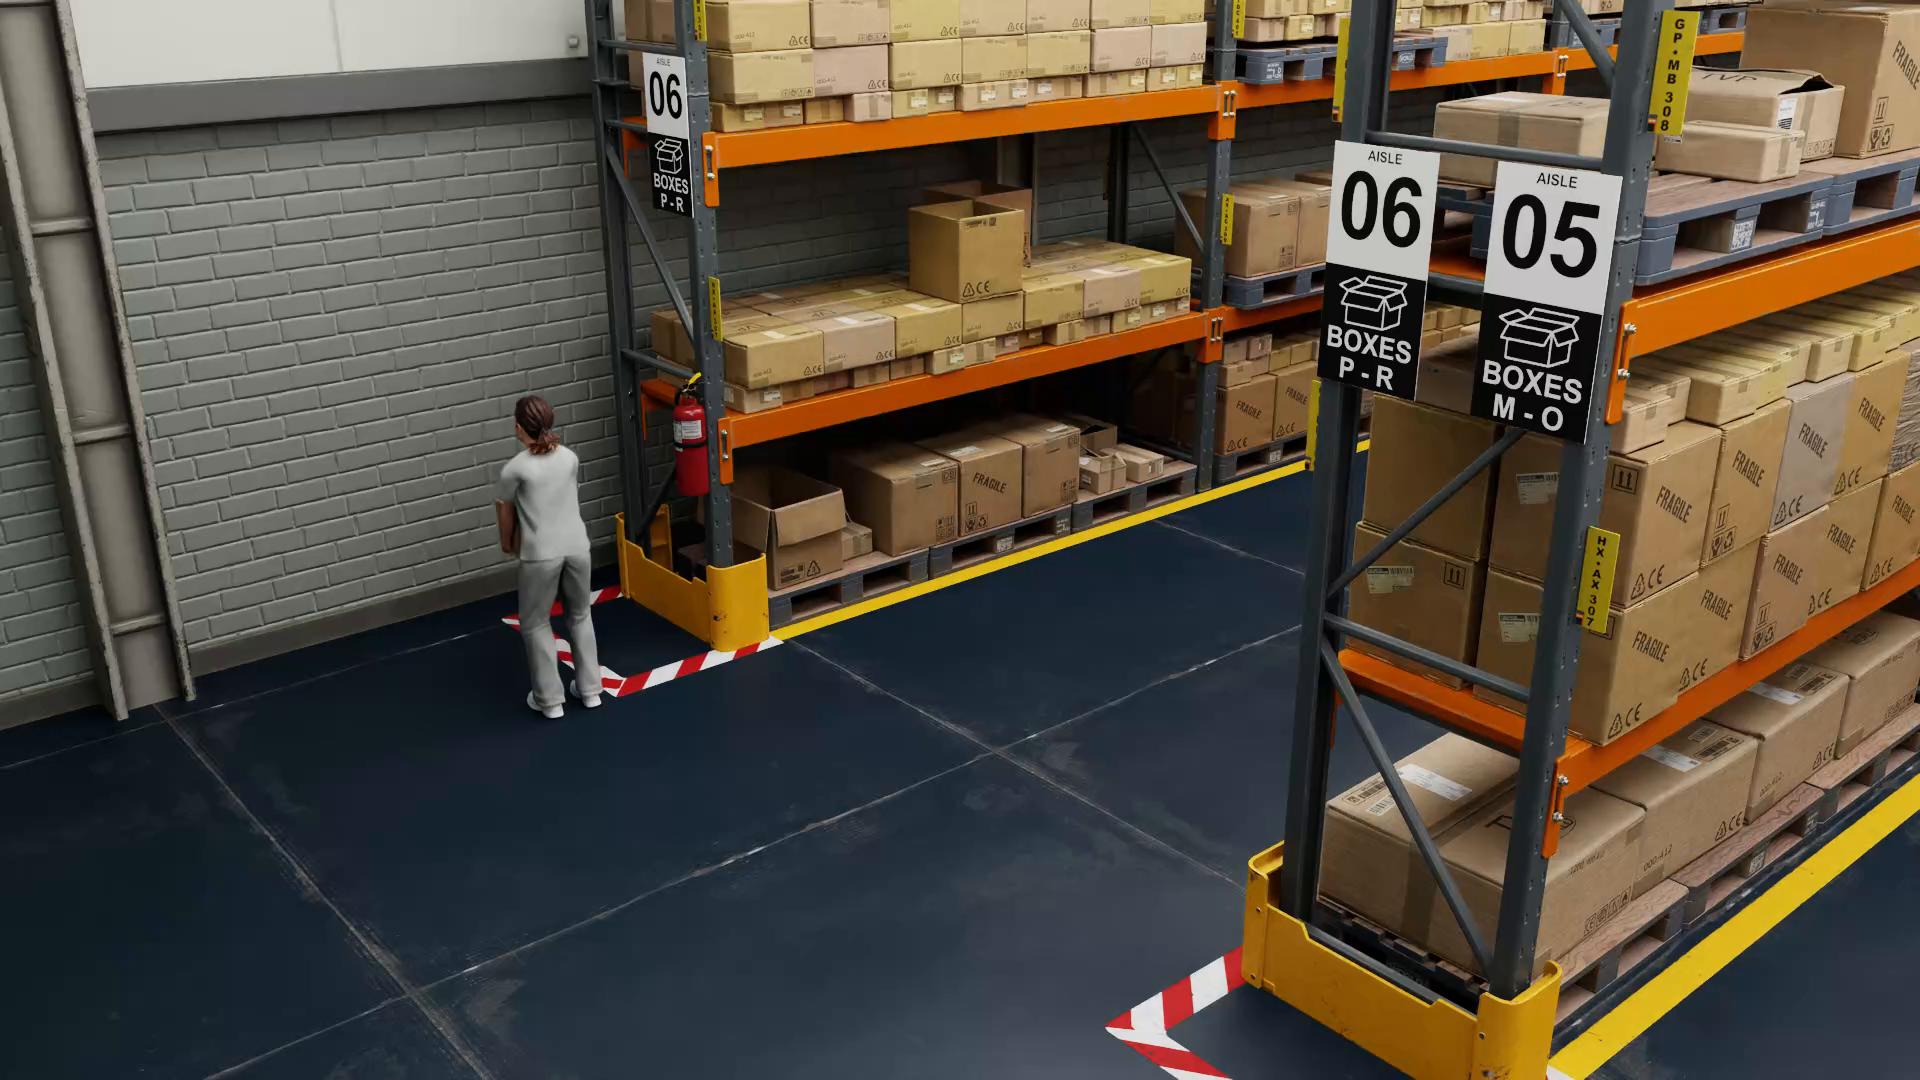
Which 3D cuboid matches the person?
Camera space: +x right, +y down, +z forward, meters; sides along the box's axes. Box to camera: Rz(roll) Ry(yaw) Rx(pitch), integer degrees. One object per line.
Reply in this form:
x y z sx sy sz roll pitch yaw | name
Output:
-2.110 0.064 8.444 0.411 1.662 0.510 -15 26 -34 | person
